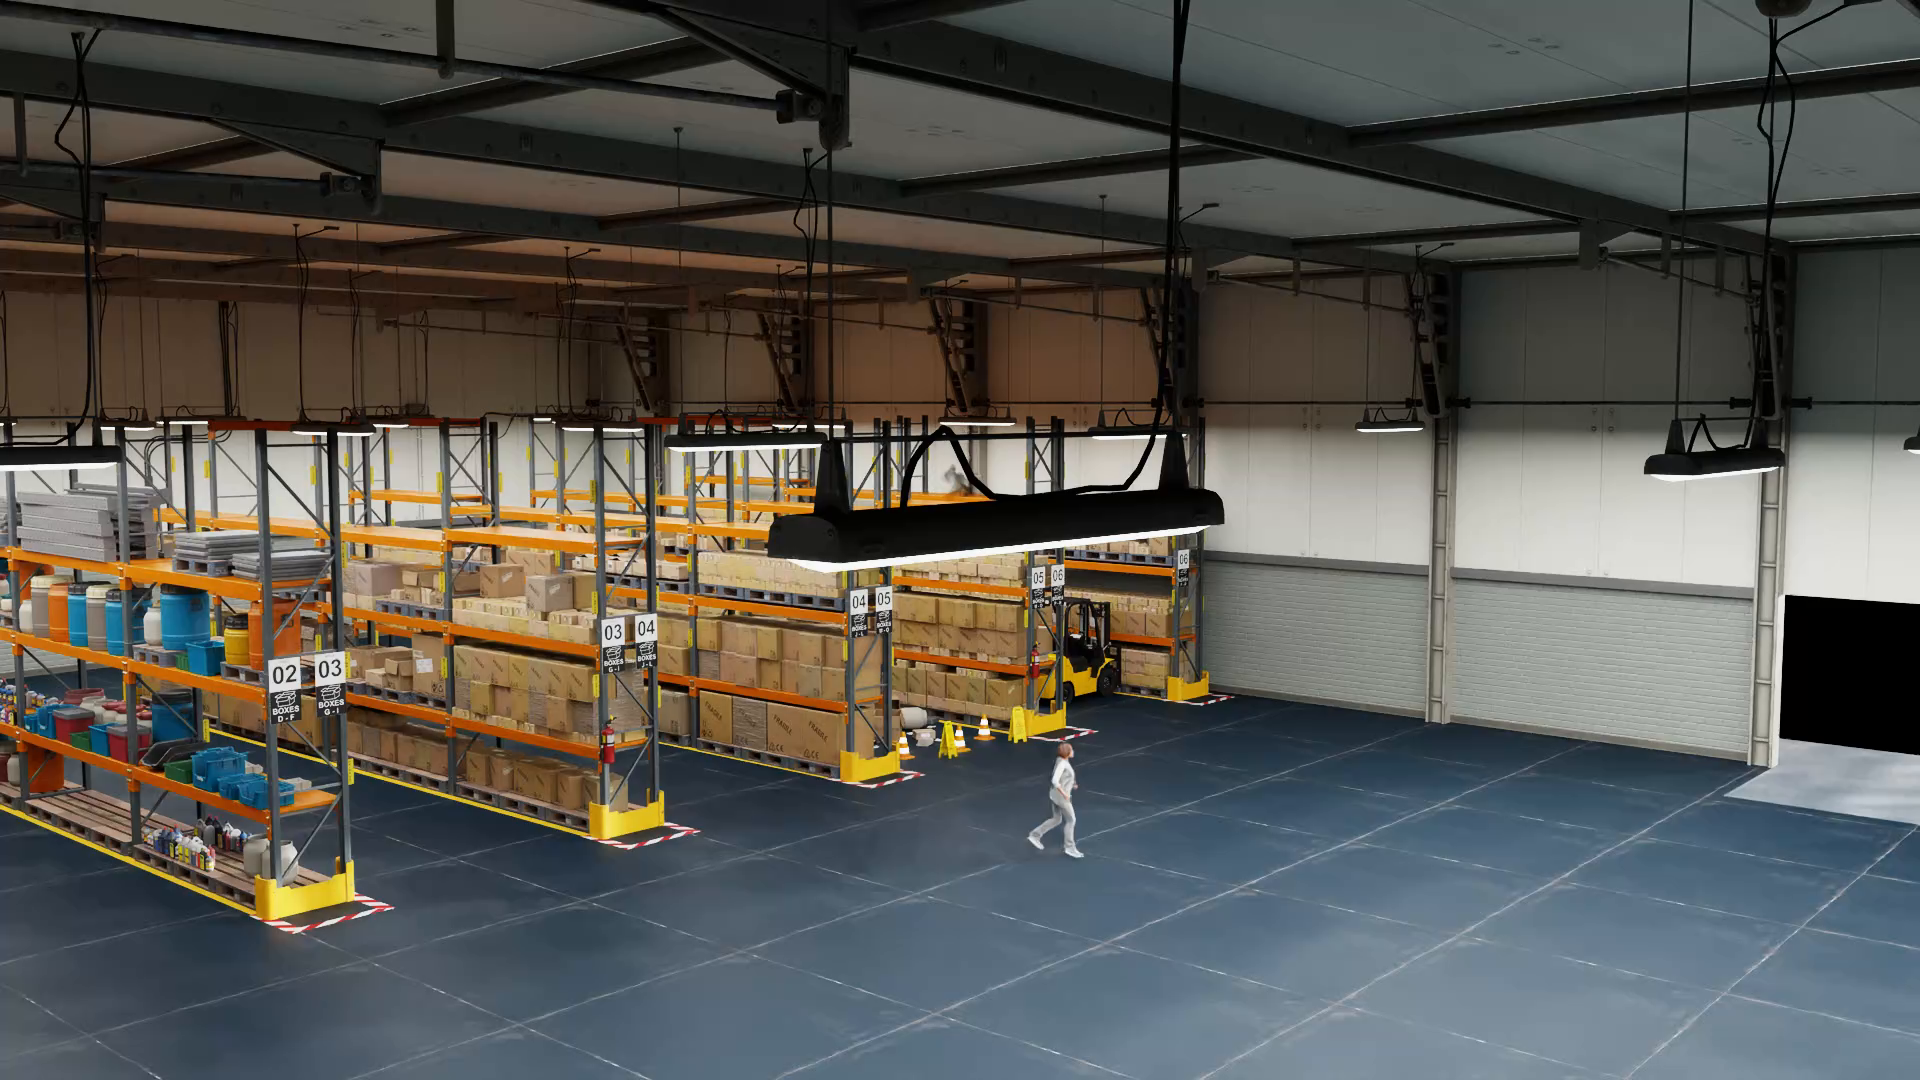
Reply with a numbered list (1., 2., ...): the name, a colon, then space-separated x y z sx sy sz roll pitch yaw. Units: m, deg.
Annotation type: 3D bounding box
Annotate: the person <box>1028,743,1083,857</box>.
1. person: 1.336 3.610 23.124 0.762 1.612 0.535 -1 5 -8
